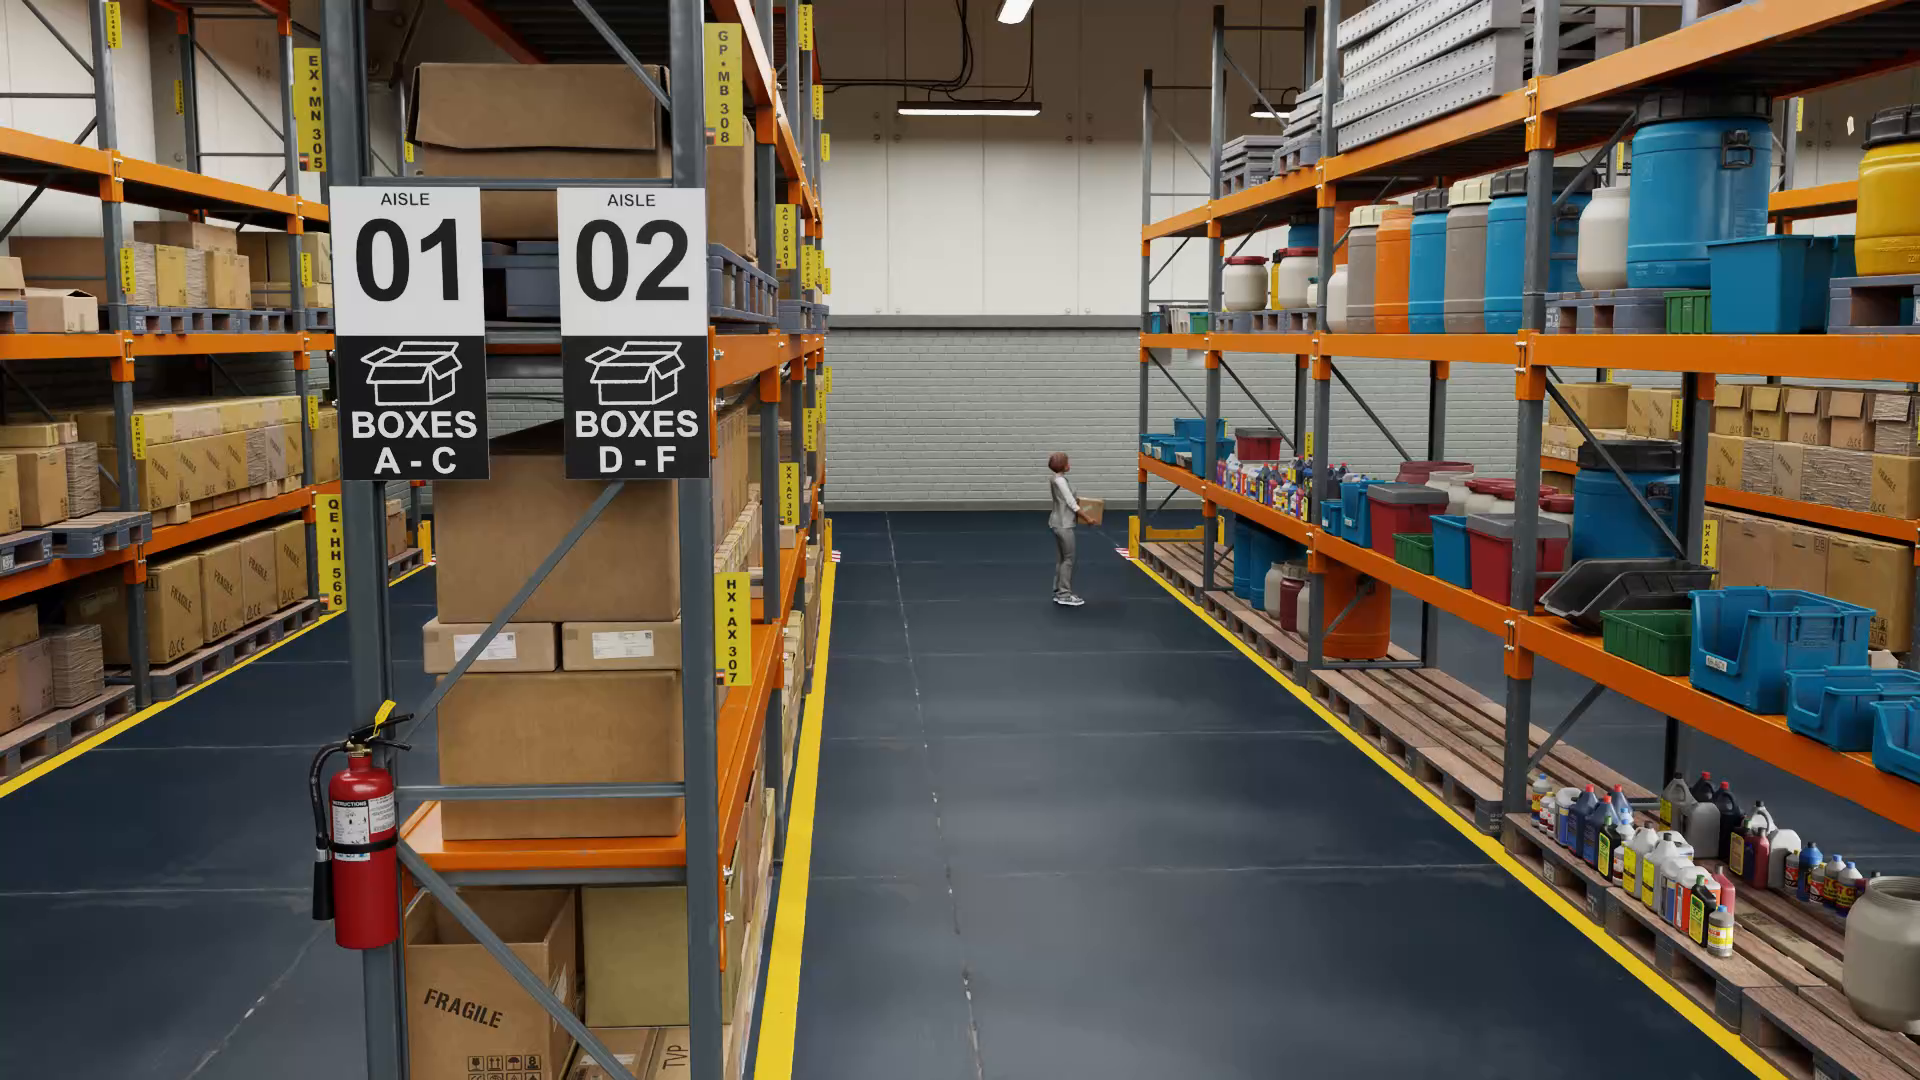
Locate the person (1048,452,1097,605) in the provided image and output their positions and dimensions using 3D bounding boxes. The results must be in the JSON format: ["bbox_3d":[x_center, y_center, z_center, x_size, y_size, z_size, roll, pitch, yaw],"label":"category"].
[{"bbox_3d":[1.163,-0.127,17.336,0.498,1.589,0.408,0,7,-4],"label":"person"}]
